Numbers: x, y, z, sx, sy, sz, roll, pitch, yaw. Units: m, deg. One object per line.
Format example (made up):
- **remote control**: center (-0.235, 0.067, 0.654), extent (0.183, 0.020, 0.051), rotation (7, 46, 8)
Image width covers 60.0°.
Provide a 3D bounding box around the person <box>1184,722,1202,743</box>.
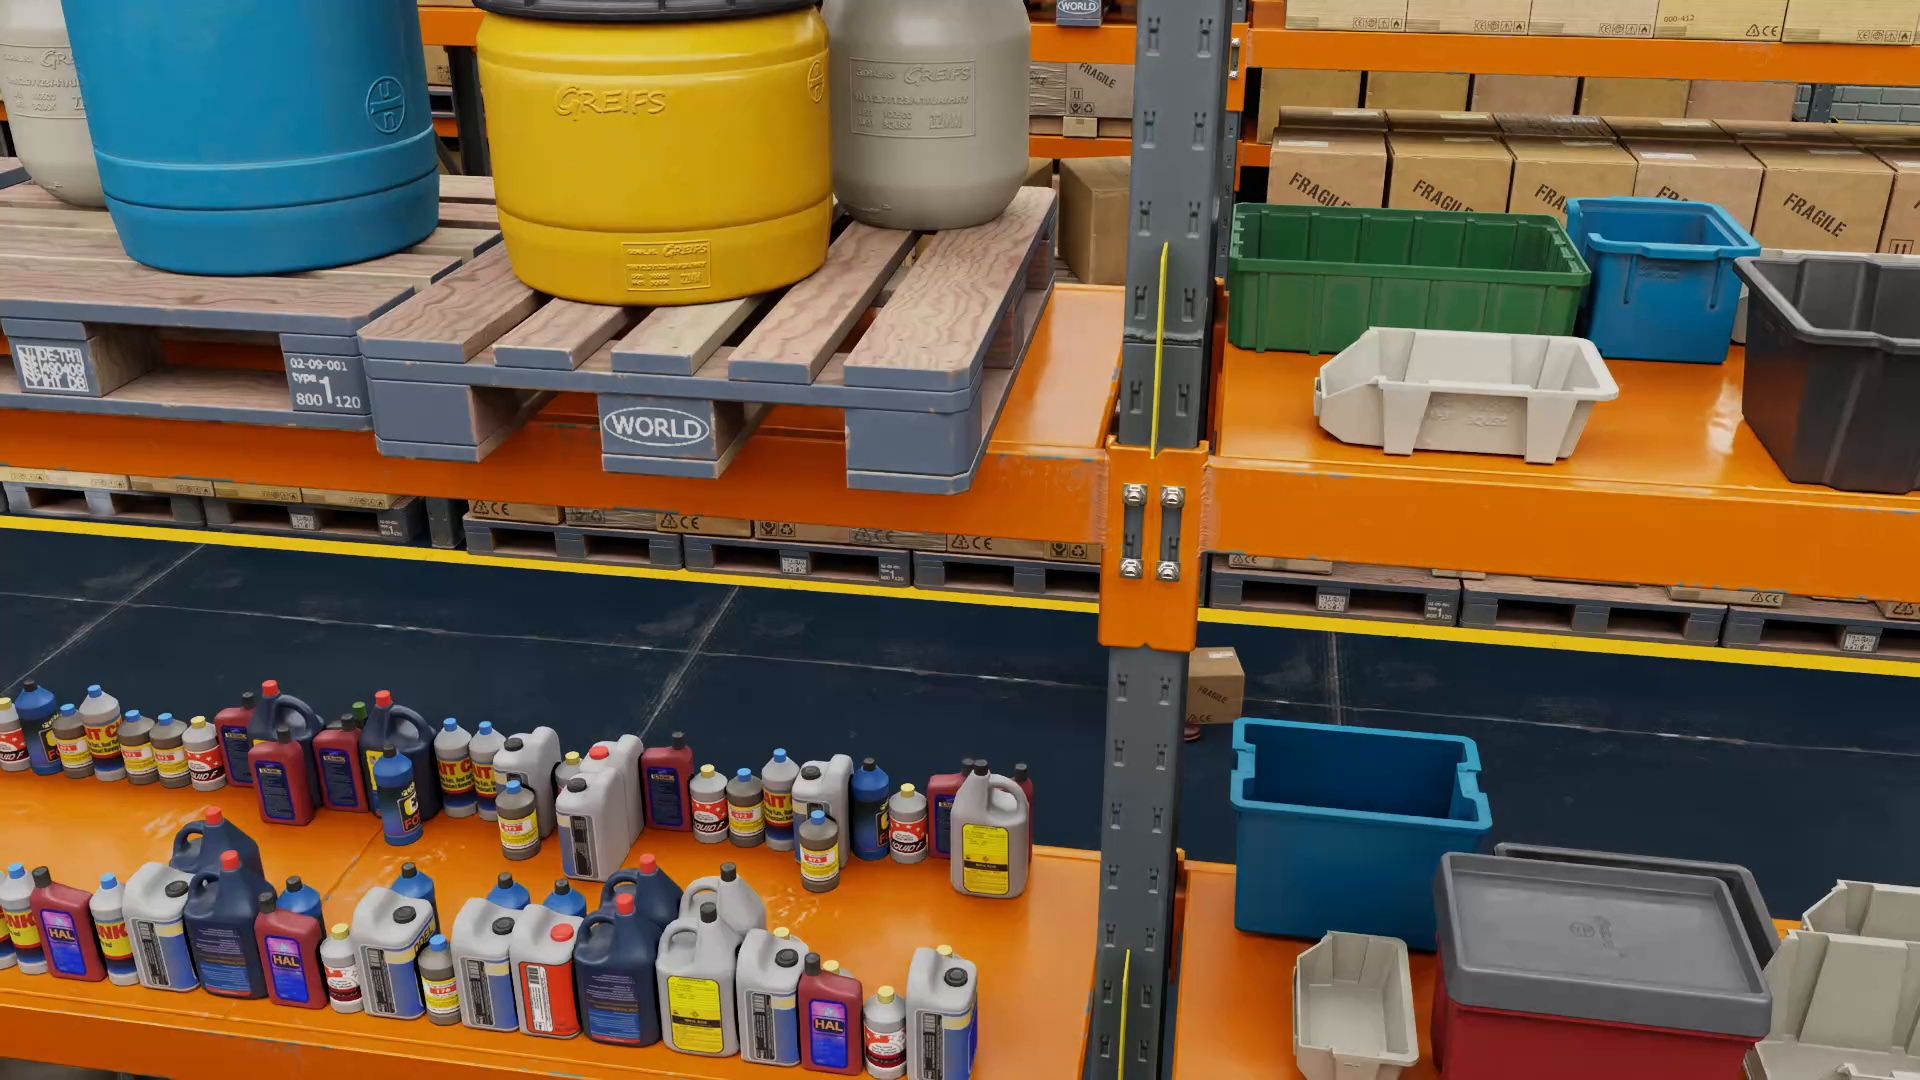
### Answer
- **person**: center (0.869, 0.015, 7.085), extent (0.363, 1.652, 0.560), rotation (0, 25, 0)
